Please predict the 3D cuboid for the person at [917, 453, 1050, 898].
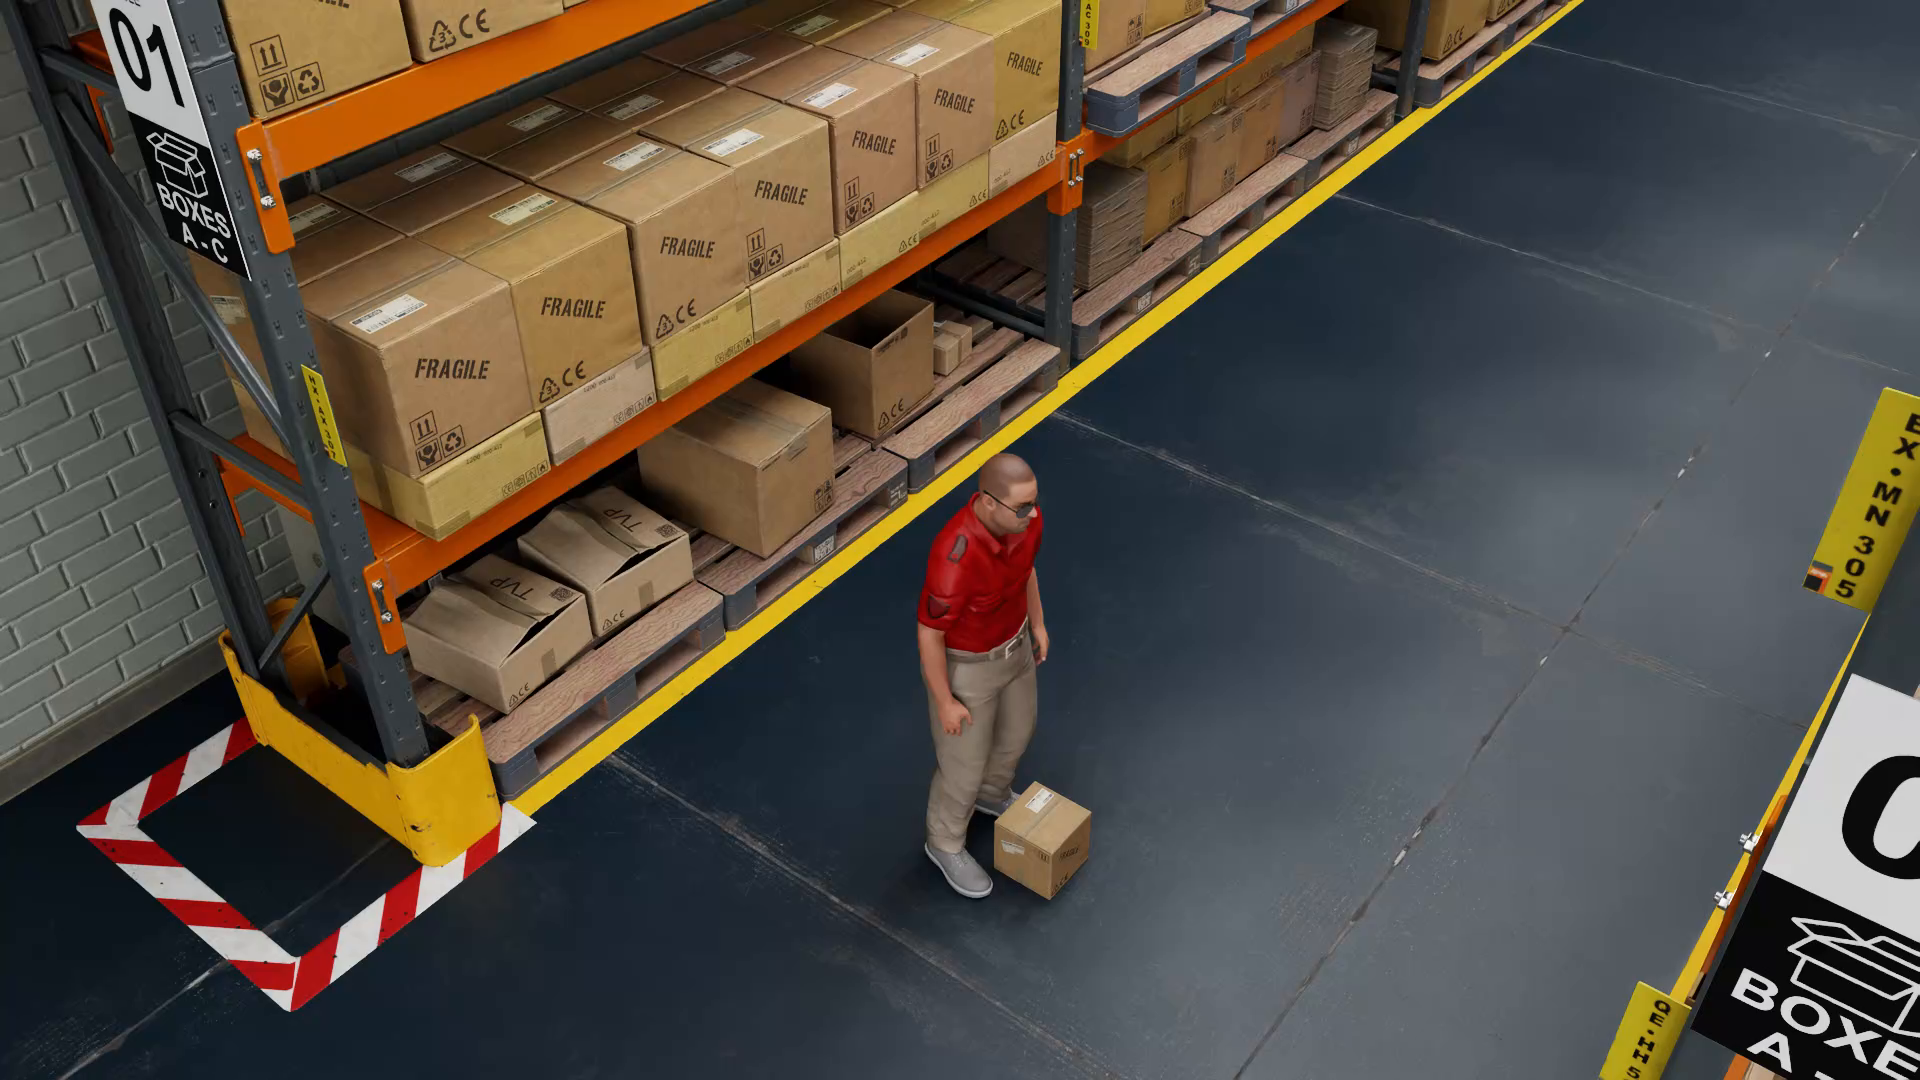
[{"bbox_3d":[0.091,0.414,5.646,0.392,1.727,0.585,26,45,29],"label":"person"}]
